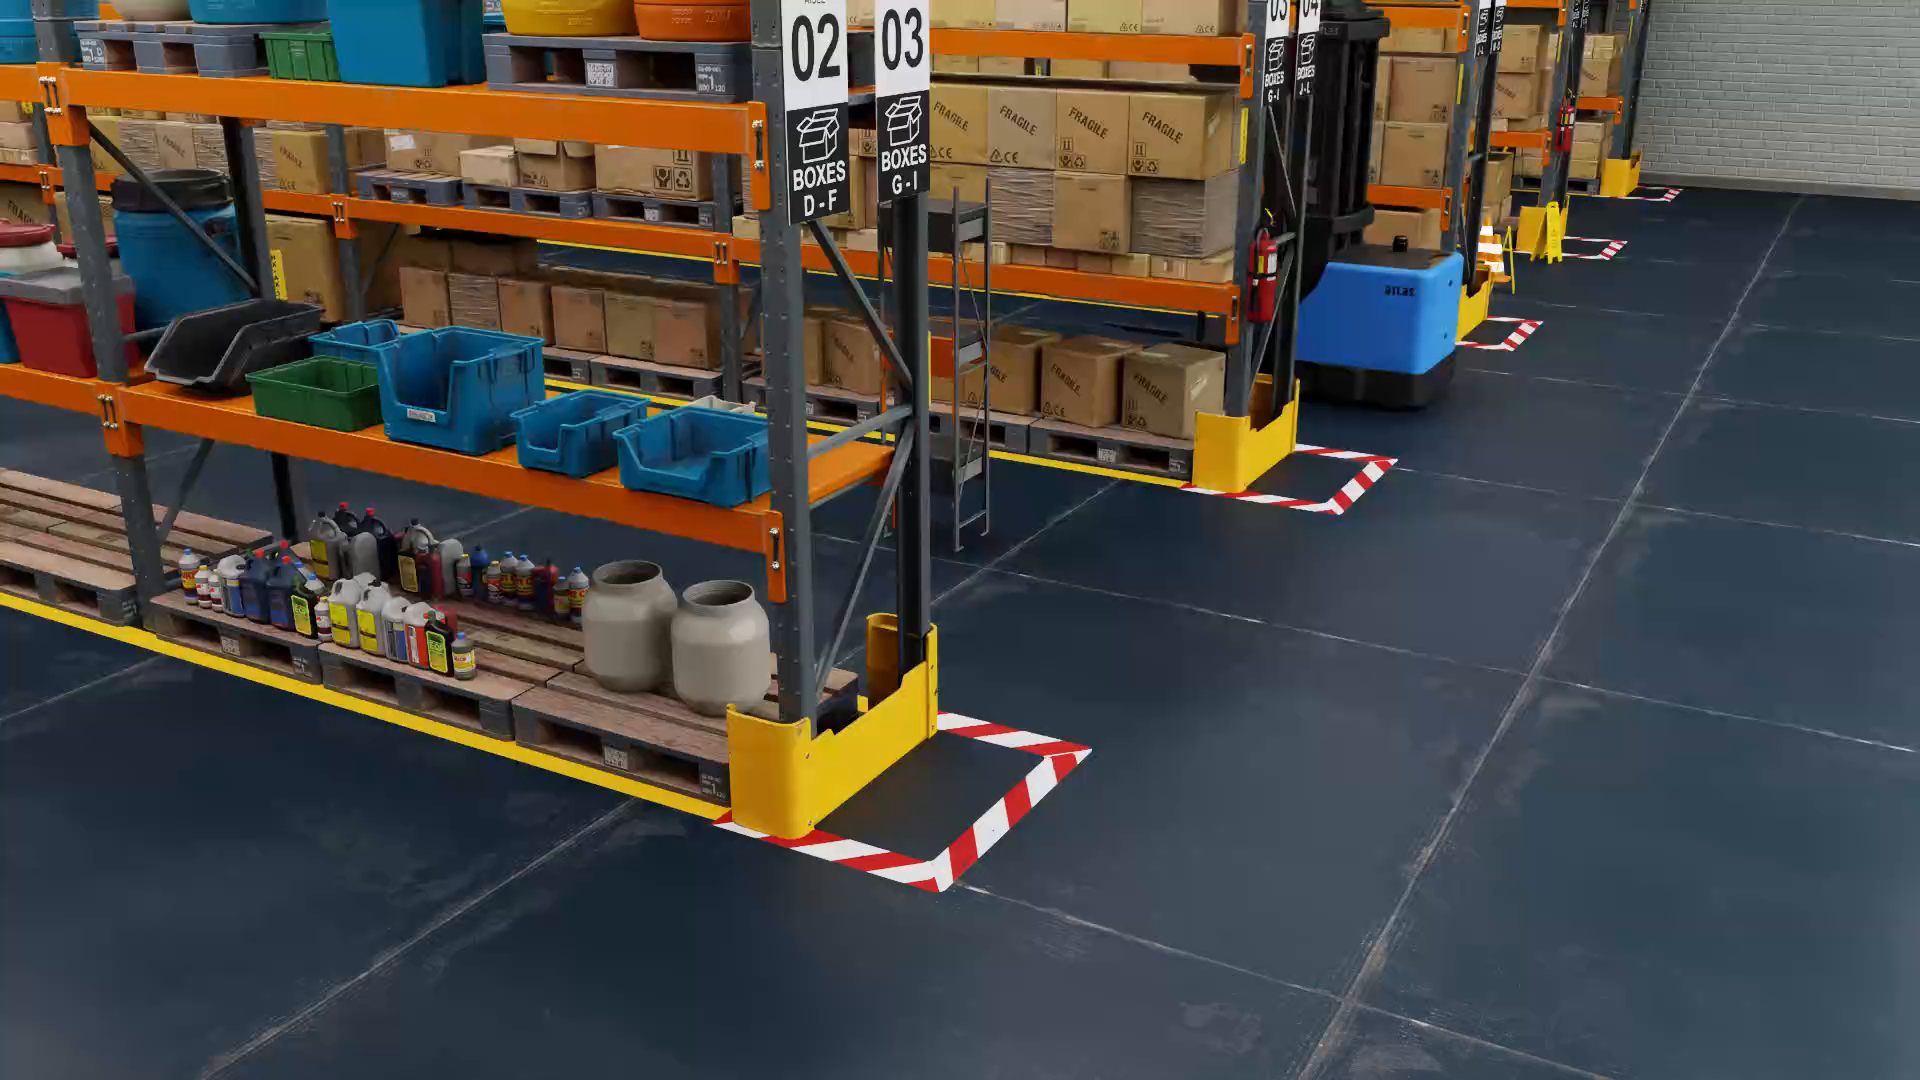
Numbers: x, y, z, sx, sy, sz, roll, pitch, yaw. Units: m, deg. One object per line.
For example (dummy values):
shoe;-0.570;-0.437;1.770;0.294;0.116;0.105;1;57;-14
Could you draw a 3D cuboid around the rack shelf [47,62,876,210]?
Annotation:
rack shelf;-2.170;-1.822;7.146;4.000;0.370;1.077;11;23;27

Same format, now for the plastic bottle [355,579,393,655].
plastic bottle;-2.715;0.346;7.752;0.185;0.351;0.144;12;23;30

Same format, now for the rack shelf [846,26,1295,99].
rack shelf;0.246;-3.297;11.211;4.000;0.370;1.077;11;23;27

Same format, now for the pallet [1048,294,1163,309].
pallet;1.633;-2.557;16.604;1.213;0.211;1.003;11;23;27

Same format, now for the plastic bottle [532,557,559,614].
plastic bottle;-2.043;0.215;8.212;0.133;0.283;0.061;11;23;28

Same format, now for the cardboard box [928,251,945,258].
cardboard box;-0.143;-2.069;11.538;0.250;0.149;0.380;11;23;27

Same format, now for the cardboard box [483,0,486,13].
cardboard box;-3.805;-4.240;12.977;0.500;0.250;0.500;11;23;28

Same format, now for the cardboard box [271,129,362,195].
cardboard box;-5.544;-3.278;14.357;0.500;0.500;0.500;12;23;29

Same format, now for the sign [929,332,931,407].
sign;-0.152;-0.711;7.021;0.005;0.325;0.100;11;23;27

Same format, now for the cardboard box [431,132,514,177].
cardboard box;-3.965;-3.326;13.874;0.500;0.500;0.700;15;25;35

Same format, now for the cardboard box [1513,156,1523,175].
cardboard box;7.816;-5.381;23.718;0.500;0.250;0.500;11;23;28

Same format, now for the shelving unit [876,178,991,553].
shelving unit;-0.144;-1.015;9.583;0.503;2.100;0.431;11;23;27

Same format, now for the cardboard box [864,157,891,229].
cardboard box;-0.233;-2.504;11.788;0.500;0.500;0.875;11;23;27

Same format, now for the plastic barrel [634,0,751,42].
plastic barrel;-0.910;-2.270;6.081;0.708;0.830;0.600;11;23;27

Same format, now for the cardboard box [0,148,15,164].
cardboard box;-9.136;-3.766;16.217;0.250;0.149;0.380;11;23;28

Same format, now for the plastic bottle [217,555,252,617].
plastic bottle;-3.556;0.220;8.210;0.135;0.276;0.152;12;23;29

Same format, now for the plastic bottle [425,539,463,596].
plastic bottle;-2.624;0.126;8.469;0.135;0.276;0.152;11;23;28

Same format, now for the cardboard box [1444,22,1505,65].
cardboard box;5.834;-5.606;18.871;0.500;0.500;0.700;11;23;28

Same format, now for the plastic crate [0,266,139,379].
plastic crate;-4.488;-1.103;8.412;0.583;0.464;0.402;11;23;27

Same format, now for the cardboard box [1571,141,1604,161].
cardboard box;8.665;-5.449;23.170;0.500;0.250;0.500;10;22;27

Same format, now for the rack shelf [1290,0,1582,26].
rack shelf;5.079;-6.247;19.344;4.000;0.370;1.077;11;23;27

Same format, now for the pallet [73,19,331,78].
pallet;-3.238;-2.314;7.722;1.003;0.211;1.213;11;23;27

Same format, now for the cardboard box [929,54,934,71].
cardboard box;-0.321;-4.784;17.043;0.500;0.500;0.700;11;23;28

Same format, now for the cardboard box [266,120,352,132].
cardboard box;-5.623;-3.868;14.511;0.637;0.503;0.797;12;23;29

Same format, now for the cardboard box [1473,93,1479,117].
cardboard box;5.782;-5.122;19.005;0.500;0.500;0.500;11;23;27

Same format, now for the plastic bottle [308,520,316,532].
plastic bottle;-3.447;-0.007;8.944;0.097;0.201;0.097;0;20;0

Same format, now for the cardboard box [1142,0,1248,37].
cardboard box;1.447;-3.237;10.210;0.500;0.250;0.500;11;23;29

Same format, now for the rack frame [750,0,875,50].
rack frame;-0.424;-3.238;5.595;0.127;3.000;1.000;11;23;27

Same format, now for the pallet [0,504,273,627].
pallet;-4.620;0.109;9.256;1.213;0.211;1.003;11;23;27

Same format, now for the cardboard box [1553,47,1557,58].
cardboard box;8.369;-6.742;22.955;0.250;0.149;0.380;11;23;28

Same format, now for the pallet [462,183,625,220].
pallet;-3.244;-2.816;13.510;1.213;0.211;1.003;11;23;27

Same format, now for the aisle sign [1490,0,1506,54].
aisle sign;4.707;-4.652;14.478;0.004;0.787;0.394;11;23;27

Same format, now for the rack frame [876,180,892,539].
rack frame;-0.358;-1.055;9.695;0.015;2.100;0.400;11;23;27

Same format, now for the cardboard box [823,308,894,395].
cardboard box;-0.667;-1.409;12.399;0.500;0.500;0.500;-17;26;-39

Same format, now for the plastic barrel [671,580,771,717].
plastic barrel;-1.036;0.467;7.210;0.421;0.512;0.421;0;20;0

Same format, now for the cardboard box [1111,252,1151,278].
cardboard box;1.181;-1.828;10.875;0.250;0.149;0.380;11;23;27

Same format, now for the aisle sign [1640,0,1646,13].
aisle sign;9.156;-7.445;22.177;0.004;0.787;0.394;11;23;27

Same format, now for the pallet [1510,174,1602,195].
pallet;8.554;-5.125;23.683;1.213;0.211;1.003;11;23;27

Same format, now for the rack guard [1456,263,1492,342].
rack guard;4.520;-2.173;15.123;0.348;0.500;1.175;11;23;27

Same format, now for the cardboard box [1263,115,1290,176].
cardboard box;3.234;-3.686;15.409;0.550;0.550;0.875;11;23;27

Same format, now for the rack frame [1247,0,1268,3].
rack frame;1.992;-4.713;9.660;0.127;3.000;1.000;11;23;27

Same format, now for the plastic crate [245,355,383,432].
plastic crate;-2.868;-0.674;7.634;0.662;0.188;0.450;11;23;27

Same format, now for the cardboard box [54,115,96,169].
cardboard box;-8.205;-3.784;15.752;0.500;0.500;0.500;11;23;27

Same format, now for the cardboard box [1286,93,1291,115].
cardboard box;3.246;-4.201;15.244;0.550;0.550;0.875;11;23;27

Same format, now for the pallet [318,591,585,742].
pallet;-2.281;0.554;8.027;1.213;0.211;1.003;11;23;27

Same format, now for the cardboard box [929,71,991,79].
cardboard box;-0.100;-3.055;11.840;0.500;0.500;0.500;11;23;27

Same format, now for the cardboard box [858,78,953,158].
cardboard box;-0.358;-2.898;11.406;0.500;0.500;0.500;11;23;27

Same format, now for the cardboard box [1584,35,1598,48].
cardboard box;8.596;-6.841;22.792;0.250;0.149;0.380;11;23;27

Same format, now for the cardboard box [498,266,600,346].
cardboard box;-3.409;-1.968;13.913;0.500;0.500;0.700;13;24;32

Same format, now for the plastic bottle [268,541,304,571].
plastic bottle;-3.343;0.170;8.237;0.185;0.351;0.144;11;23;27

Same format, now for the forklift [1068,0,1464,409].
forklift;2.376;-2.710;13.039;3.031;2.935;1.130;11;23;28
